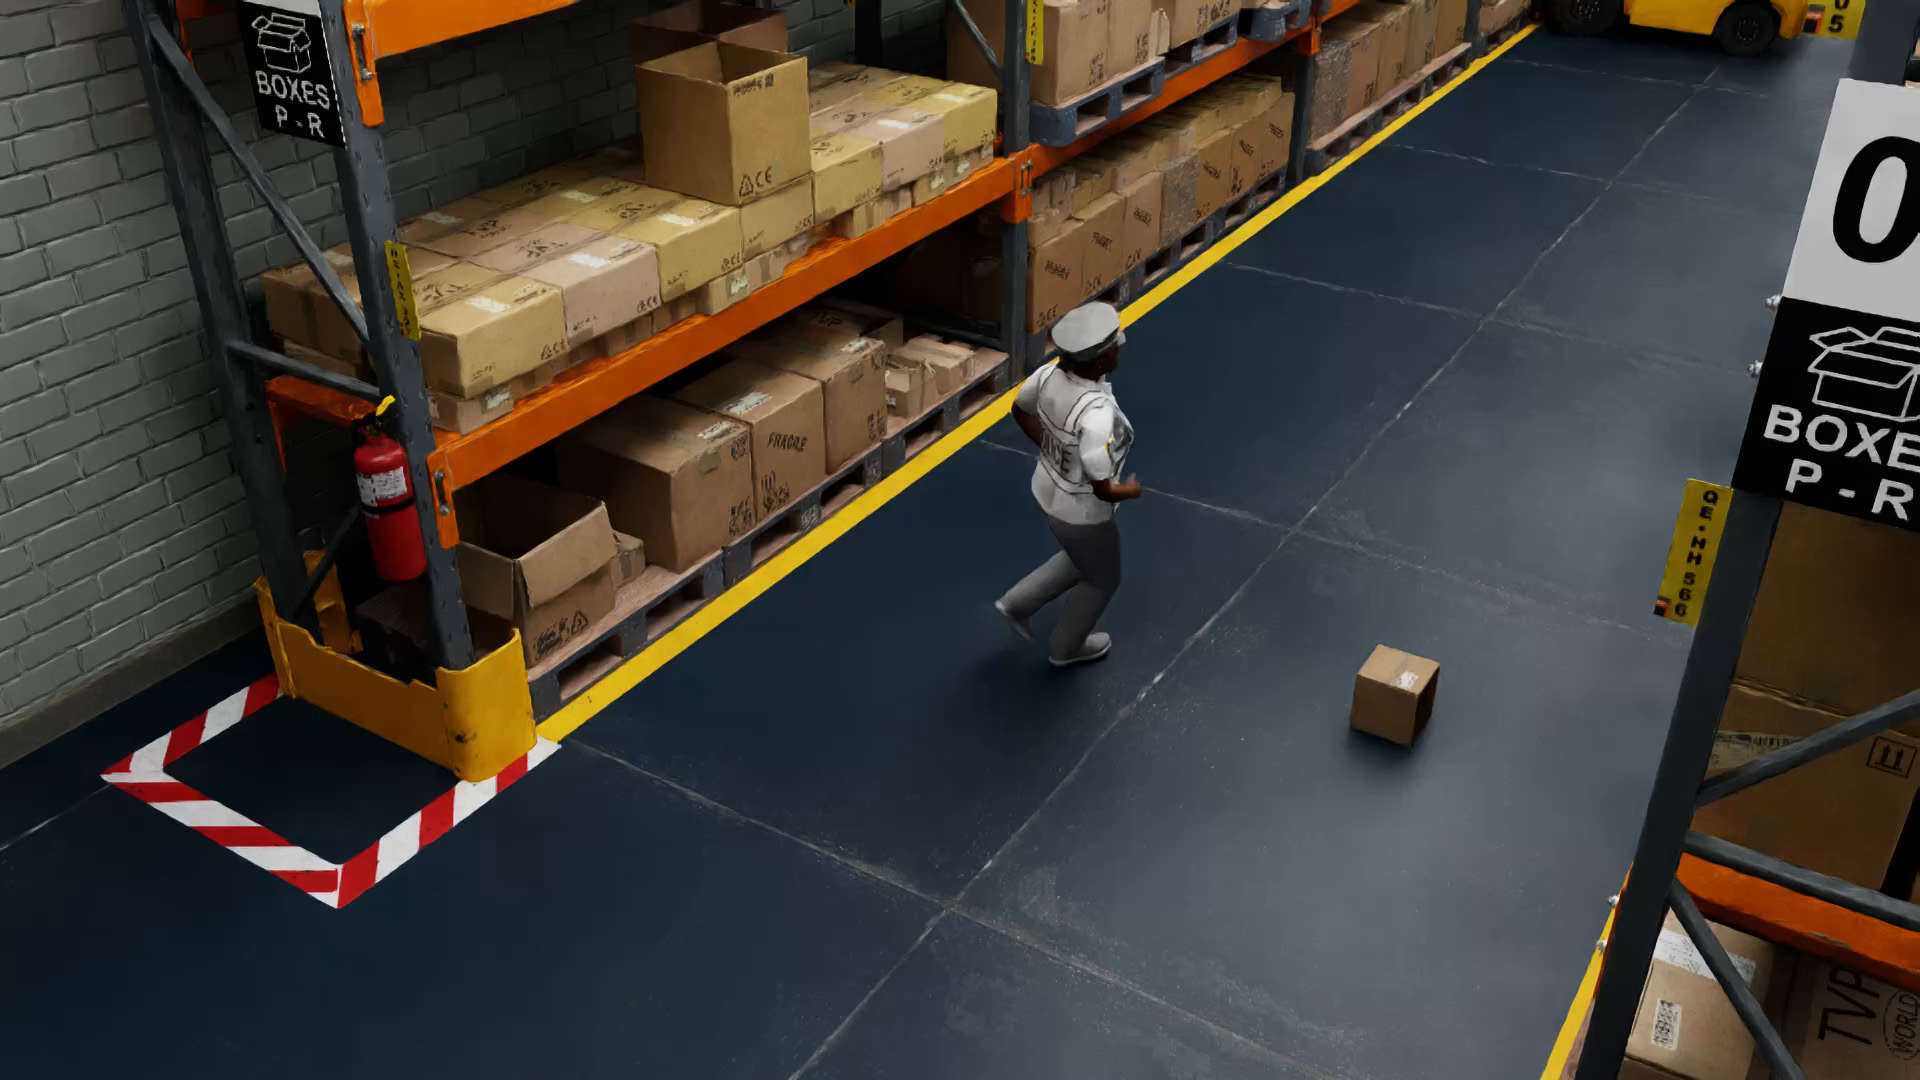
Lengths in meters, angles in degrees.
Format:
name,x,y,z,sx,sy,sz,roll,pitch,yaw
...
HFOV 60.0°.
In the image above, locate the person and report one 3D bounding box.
name,x,y,z,sx,sy,sz,roll,pitch,yaw
person,0.452,-0.147,6.380,0.494,1.639,0.597,-9,32,-14
